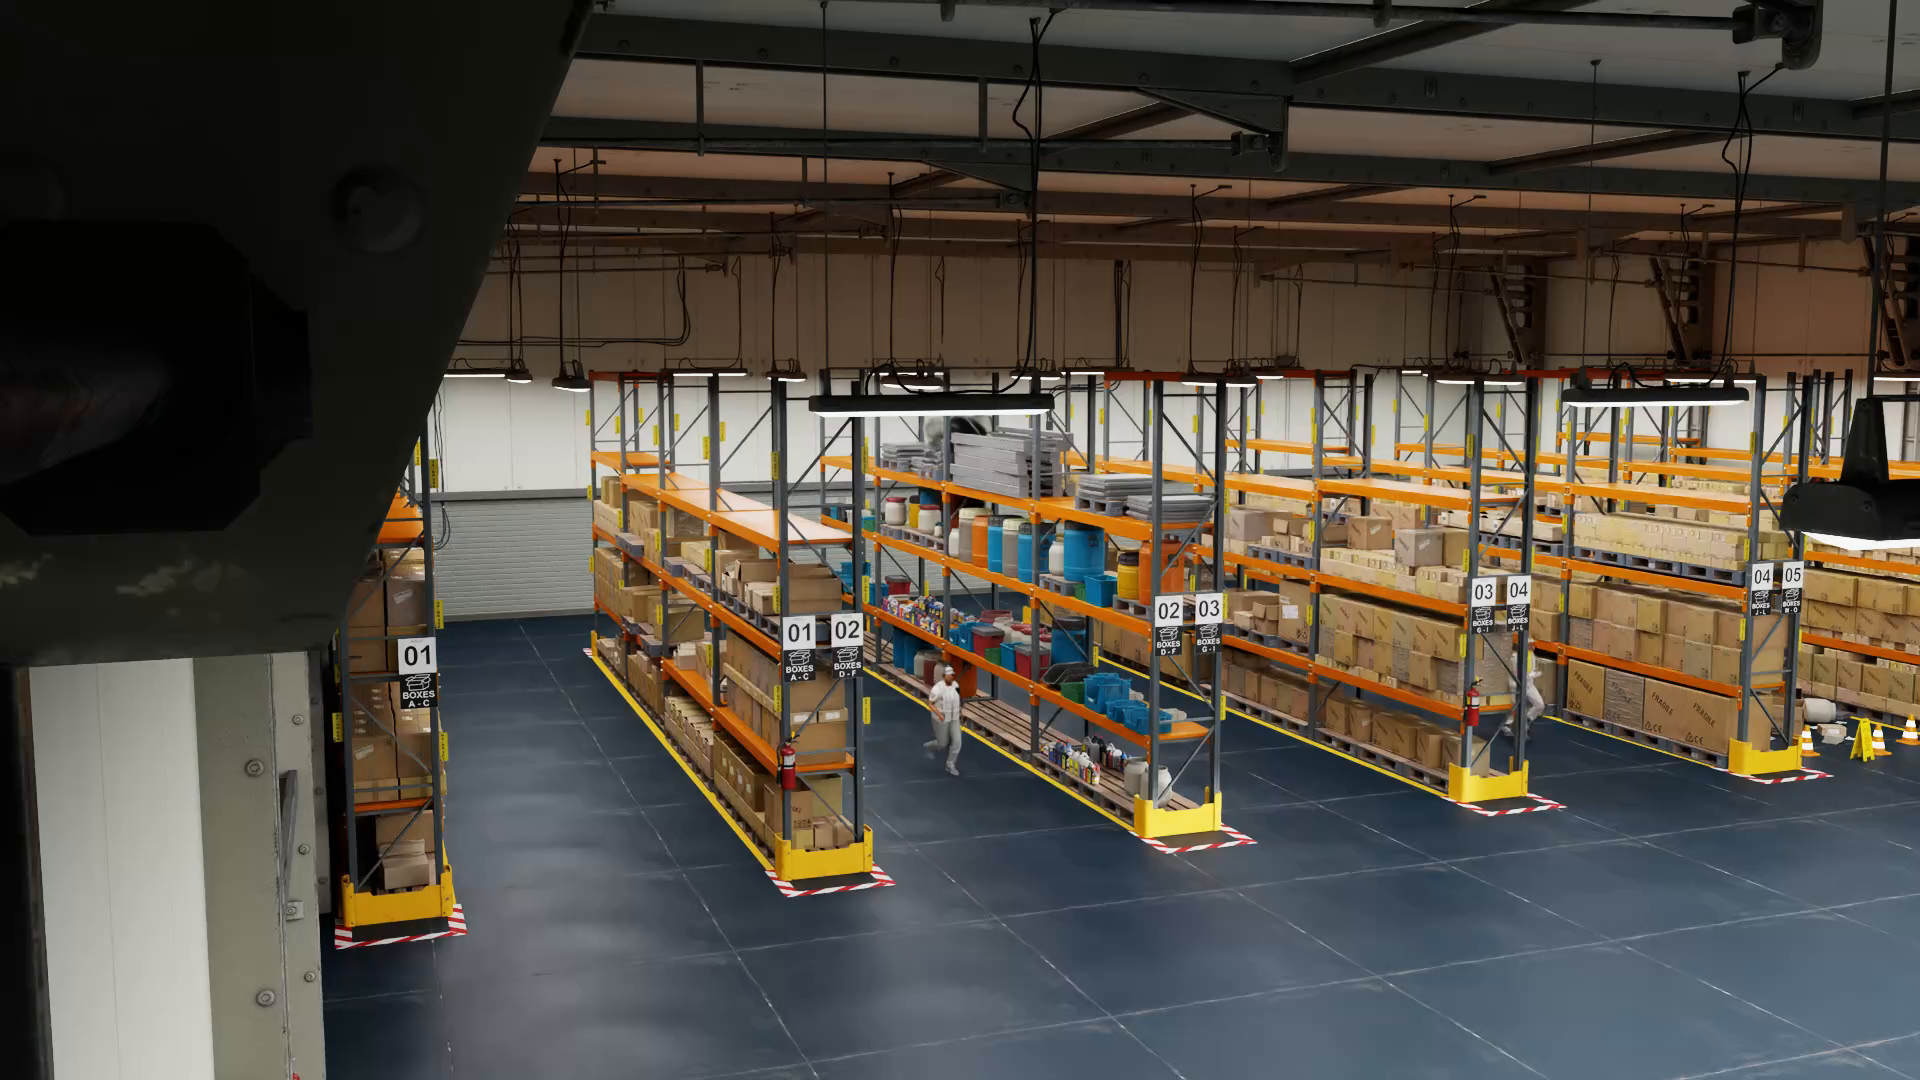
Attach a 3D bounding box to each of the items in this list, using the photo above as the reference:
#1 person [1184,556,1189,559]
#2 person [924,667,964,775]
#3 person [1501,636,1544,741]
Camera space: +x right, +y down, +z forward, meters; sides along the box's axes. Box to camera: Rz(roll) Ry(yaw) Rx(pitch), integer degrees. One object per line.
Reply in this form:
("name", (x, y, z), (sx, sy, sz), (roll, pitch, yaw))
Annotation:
("person", (5.391, 0.970, 41.021), (0.543, 1.614, 0.883), (-4, 7, -29))
("person", (-0.242, 2.714, 25.313), (0.595, 1.636, 0.734), (-4, 7, -32))
("person", (9.209, 2.409, 27.166), (0.697, 1.743, 0.806), (-5, 8, -36))
